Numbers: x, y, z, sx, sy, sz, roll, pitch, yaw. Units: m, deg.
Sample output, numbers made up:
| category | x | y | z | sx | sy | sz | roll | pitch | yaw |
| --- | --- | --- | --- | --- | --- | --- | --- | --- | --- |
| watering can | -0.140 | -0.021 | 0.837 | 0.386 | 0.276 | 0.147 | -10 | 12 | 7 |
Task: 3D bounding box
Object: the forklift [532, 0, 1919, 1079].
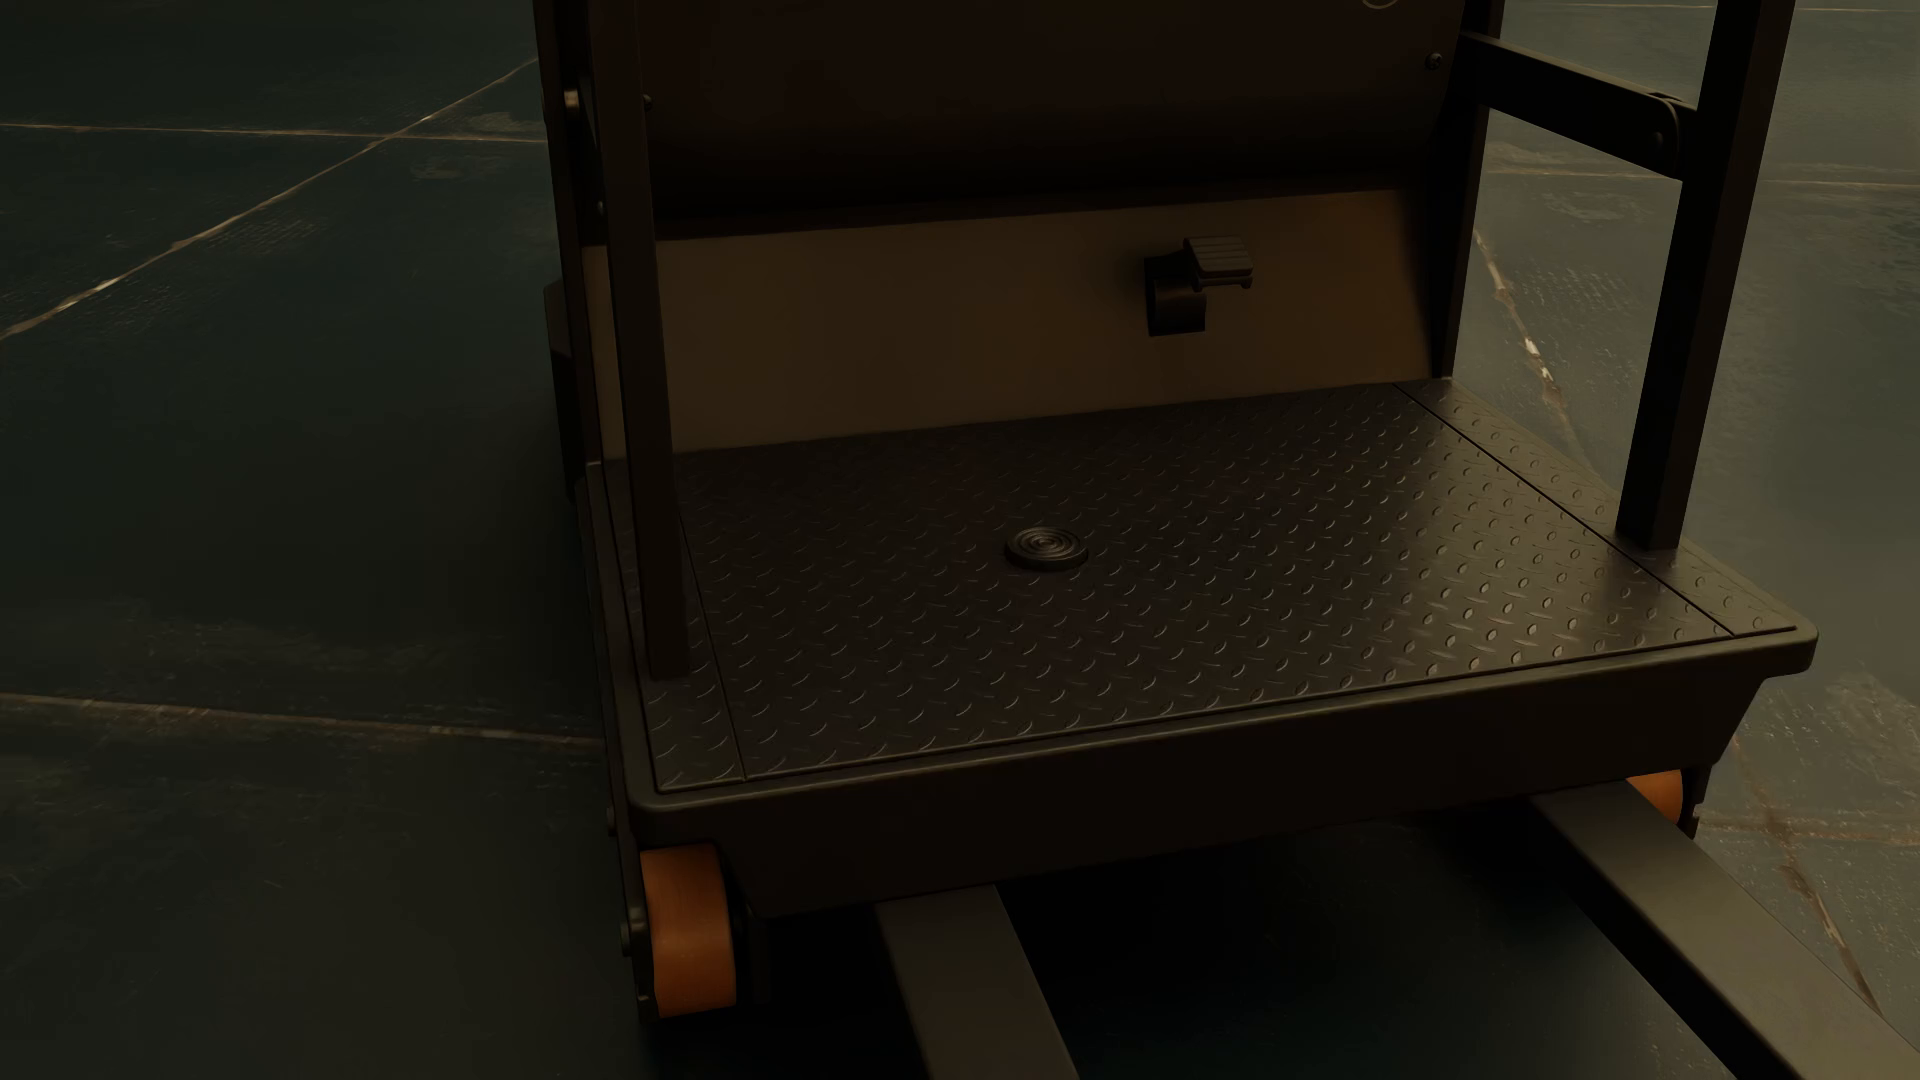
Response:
| category | x | y | z | sx | sy | sz | roll | pitch | yaw |
| --- | --- | --- | --- | --- | --- | --- | --- | --- | --- |
| forklift | 0.153 | -1.049 | 1.319 | 1.130 | 2.935 | 3.031 | -7 | 27 | -13 |
